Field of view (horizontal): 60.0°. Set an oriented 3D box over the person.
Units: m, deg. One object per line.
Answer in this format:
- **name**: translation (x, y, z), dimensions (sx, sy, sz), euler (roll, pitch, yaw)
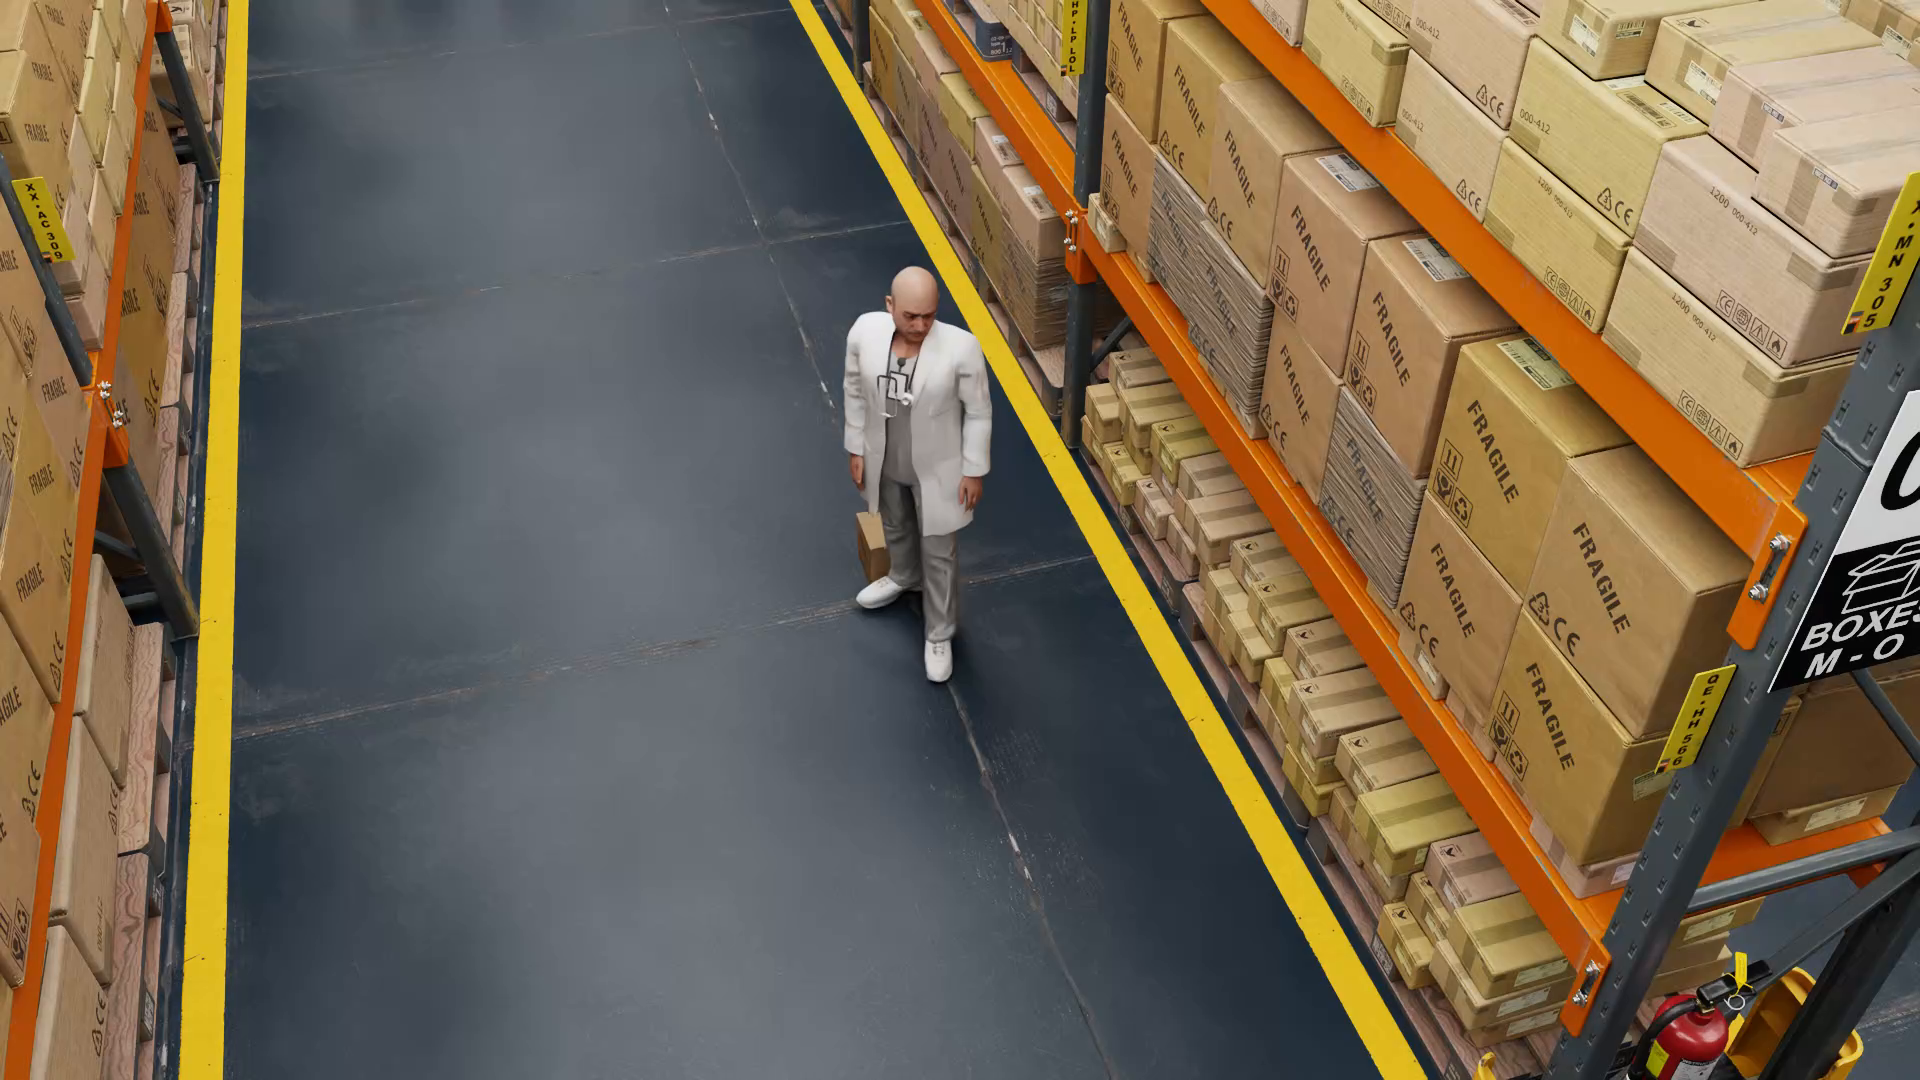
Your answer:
- **person**: translation (-0.171, -0.279, 6.472), dimensions (0.597, 1.781, 0.613), euler (13, 43, 14)
